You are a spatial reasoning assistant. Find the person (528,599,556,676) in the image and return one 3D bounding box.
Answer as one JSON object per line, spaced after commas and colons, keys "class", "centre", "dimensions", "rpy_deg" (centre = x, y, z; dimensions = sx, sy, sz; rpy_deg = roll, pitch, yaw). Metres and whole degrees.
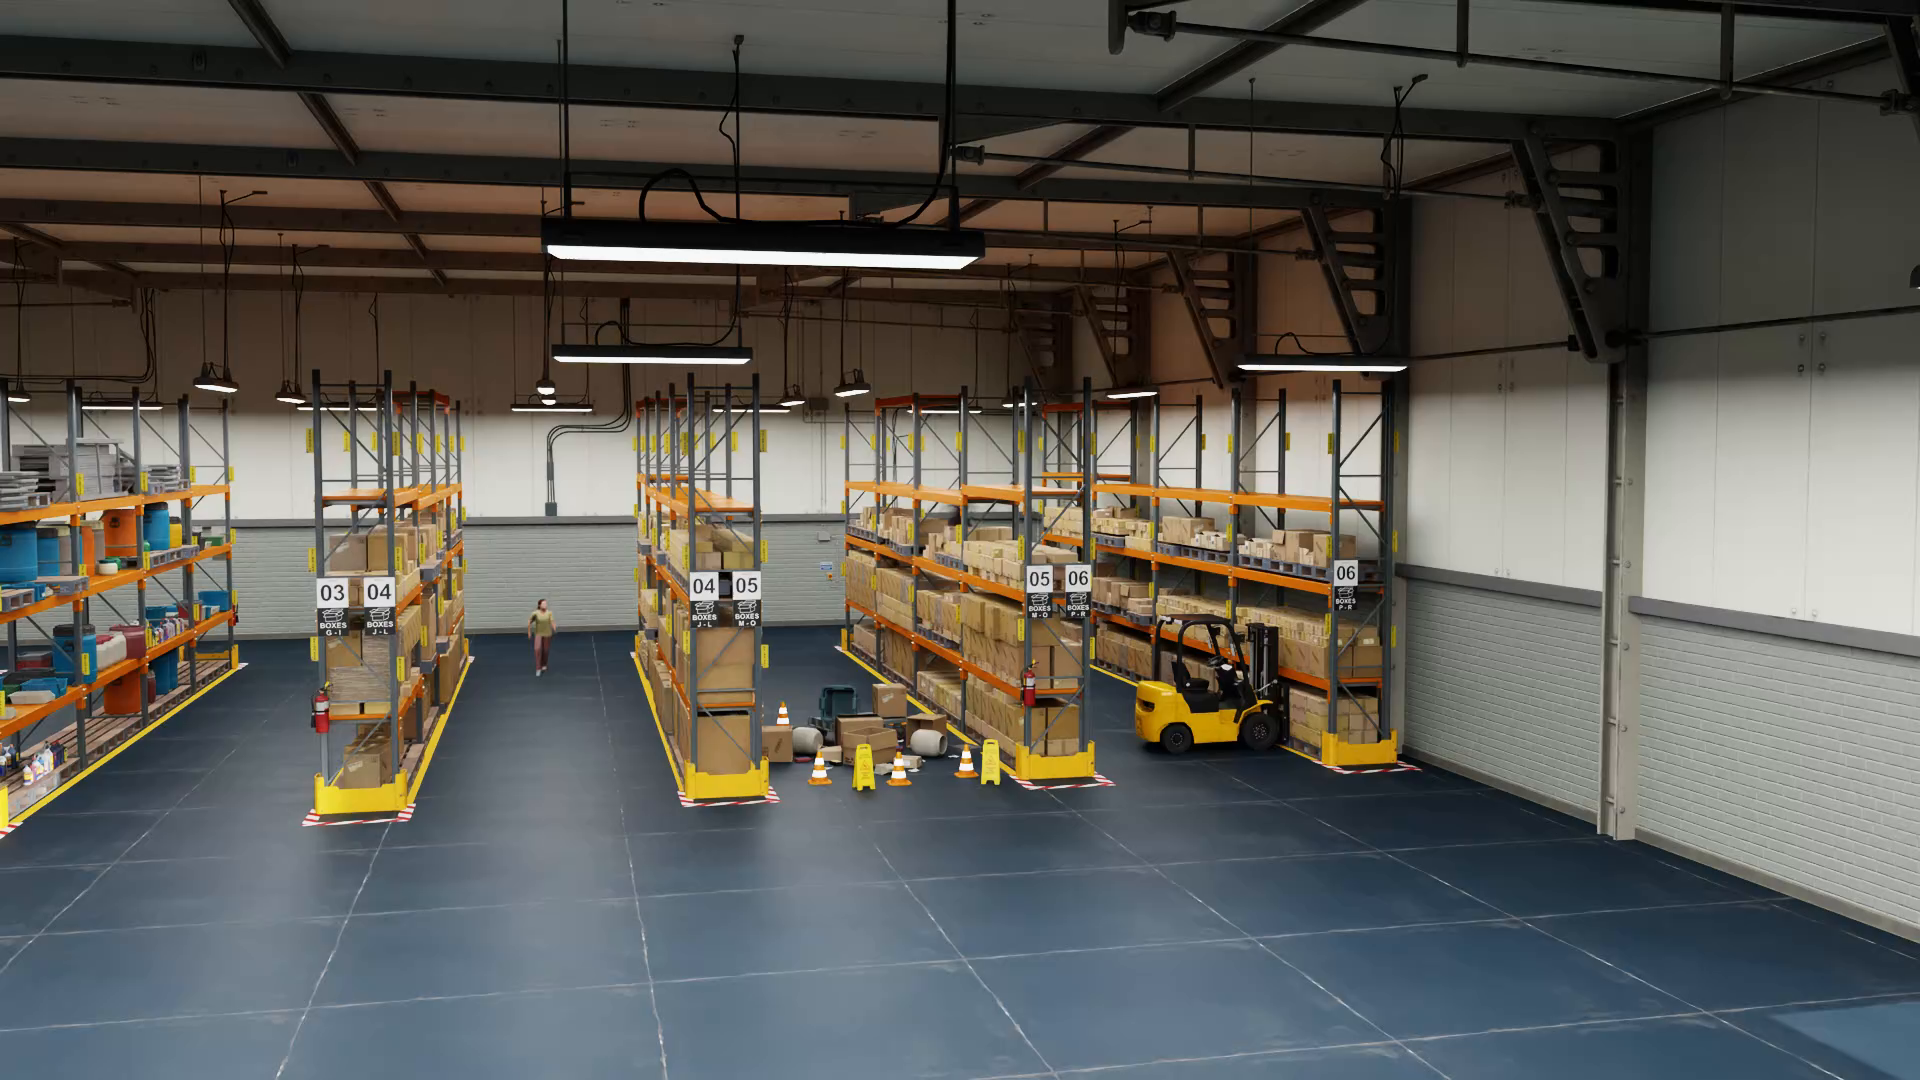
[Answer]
{"class": "person", "centre": [-9.118, 2.103, 36.293], "dimensions": [0.616, 1.651, 0.973], "rpy_deg": [-1, 3, -12]}
